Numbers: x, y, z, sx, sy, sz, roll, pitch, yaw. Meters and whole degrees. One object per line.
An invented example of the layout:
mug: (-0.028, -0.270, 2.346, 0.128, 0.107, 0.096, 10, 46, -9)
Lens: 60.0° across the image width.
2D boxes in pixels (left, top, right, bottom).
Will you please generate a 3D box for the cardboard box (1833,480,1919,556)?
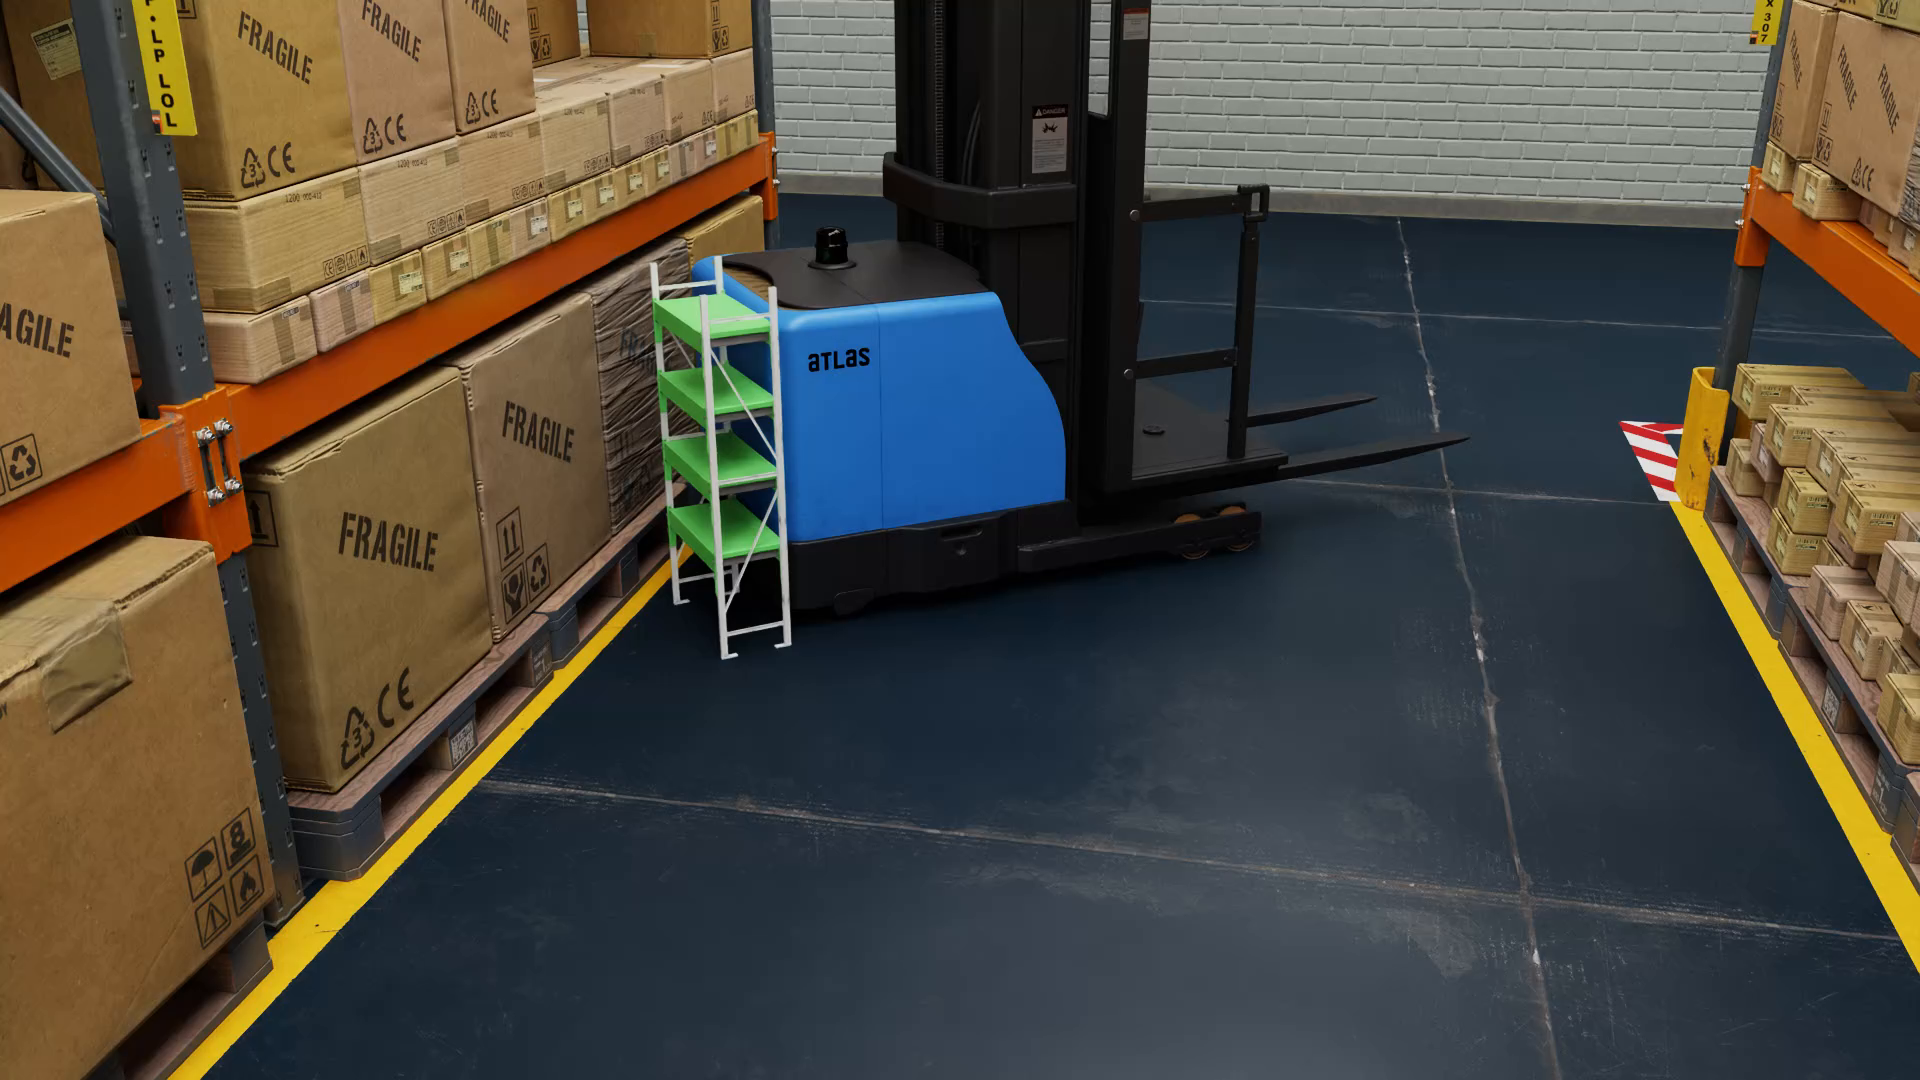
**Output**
cardboard box: (2.840, -0.056, 4.936, 0.380, 0.149, 0.250, 5, 22, 12)

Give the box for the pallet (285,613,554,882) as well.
pallet: (-1.891, 0.513, 4.798, 1.003, 0.211, 1.213, 4, 22, 11)

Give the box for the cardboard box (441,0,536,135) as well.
cardboard box: (-1.565, -1.451, 4.739, 0.500, 0.500, 0.500, 4, 22, 9)

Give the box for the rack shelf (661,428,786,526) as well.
rack shelf: (-0.778, -0.212, 5.446, 0.258, 0.148, 0.480, -11, 24, -25)

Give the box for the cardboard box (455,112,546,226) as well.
cardboard box: (-1.564, -1.100, 4.873, 0.500, 0.250, 0.500, 5, 22, 12)

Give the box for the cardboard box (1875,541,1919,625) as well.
cardboard box: (2.724, 0.126, 4.484, 0.380, 0.149, 0.250, 4, 22, 9)

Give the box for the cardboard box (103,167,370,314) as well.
cardboard box: (-1.770, -0.729, 3.951, 0.500, 0.250, 0.500, 4, 22, 10)

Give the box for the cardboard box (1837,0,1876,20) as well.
cardboard box: (3.080, -1.876, 5.125, 0.500, 0.500, 0.500, 5, 22, 12)

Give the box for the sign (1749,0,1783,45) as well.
sign: (2.997, -1.999, 6.144, 0.100, 0.325, 0.005, 4, 22, 11)

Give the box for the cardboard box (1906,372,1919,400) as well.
cardboard box: (3.669, -0.492, 6.017, 0.380, 0.149, 0.250, 5, 22, 12)

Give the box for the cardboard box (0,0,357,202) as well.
cardboard box: (-1.775, -1.081, 3.820, 0.500, 0.500, 0.500, 4, 22, 11)

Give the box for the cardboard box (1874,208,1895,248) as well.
cardboard box: (3.025, -0.953, 5.042, 0.380, 0.149, 0.250, 4, 22, 10)

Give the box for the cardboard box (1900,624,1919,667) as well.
cardboard box: (2.800, 0.282, 4.494, 0.380, 0.149, 0.250, 3, 22, 8)

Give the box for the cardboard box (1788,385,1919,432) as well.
cardboard box: (3.150, -0.429, 5.861, 0.380, 0.149, 0.250, 5, 22, 12)

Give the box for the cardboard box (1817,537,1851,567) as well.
cardboard box: (2.973, 0.117, 5.301, 0.380, 0.149, 0.250, 5, 22, 11)

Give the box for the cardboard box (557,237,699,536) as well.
cardboard box: (-1.544, -0.608, 6.129, 0.875, 0.875, 0.875, 4, 22, 11)

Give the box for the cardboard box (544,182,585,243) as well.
cardboard box: (-1.420, -1.045, 5.270, 0.380, 0.149, 0.250, 4, 22, 9)

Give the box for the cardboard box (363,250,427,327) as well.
cardboard box: (-1.630, -0.667, 4.332, 0.380, 0.149, 0.250, 5, 23, 13)

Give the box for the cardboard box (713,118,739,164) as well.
cardboard box: (-1.108, -1.604, 6.659, 0.380, 0.149, 0.250, 5, 22, 11)

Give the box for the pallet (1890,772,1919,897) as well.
pallet: (2.815, 0.952, 3.708, 1.003, 0.211, 1.213, 4, 22, 11)

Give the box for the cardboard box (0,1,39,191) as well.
cardboard box: (-2.291, -1.113, 3.902, 0.500, 0.500, 0.500, 5, 22, 12)

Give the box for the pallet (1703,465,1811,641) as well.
pallet: (3.313, 0.059, 5.924, 1.003, 0.211, 1.213, 4, 22, 11)

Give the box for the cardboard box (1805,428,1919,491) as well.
cardboard box: (3.004, -0.250, 5.416, 0.380, 0.149, 0.250, 3, 22, 8)

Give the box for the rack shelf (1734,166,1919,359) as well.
rack shelf: (3.120, -0.491, 4.521, 1.077, 0.370, 4.000, 4, 22, 11)

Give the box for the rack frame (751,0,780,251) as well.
rack frame: (-1.307, -1.972, 7.234, 1.000, 3.000, 0.127, 4, 22, 11)

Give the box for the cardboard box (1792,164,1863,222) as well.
cardboard box: (3.023, -1.156, 5.545, 0.380, 0.149, 0.250, 4, 22, 9)

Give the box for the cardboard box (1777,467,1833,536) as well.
cardboard box: (2.937, -0.117, 5.485, 0.380, 0.149, 0.250, 5, 23, 13)

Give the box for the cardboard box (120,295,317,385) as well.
cardboard box: (-1.737, -0.475, 3.854, 0.380, 0.149, 0.250, 5, 22, 11)

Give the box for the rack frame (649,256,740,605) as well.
rack frame: (-0.890, -0.353, 5.623, 0.240, 1.200, 0.015, -11, 24, -25)

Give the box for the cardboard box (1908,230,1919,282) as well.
cardboard box: (2.873, -0.772, 4.592, 0.380, 0.149, 0.250, 5, 23, 13)

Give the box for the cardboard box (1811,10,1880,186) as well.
cardboard box: (3.082, -1.400, 5.283, 0.500, 0.500, 0.500, 5, 22, 11)

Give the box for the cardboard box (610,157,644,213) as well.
cardboard box: (-1.316, -1.231, 5.732, 0.380, 0.149, 0.250, 5, 22, 11)

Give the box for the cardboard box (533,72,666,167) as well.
cardboard box: (-1.353, -1.471, 5.793, 0.500, 0.250, 0.500, 4, 22, 9)

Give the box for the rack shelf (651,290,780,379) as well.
rack shelf: (-0.778, -0.658, 5.266, 0.258, 0.148, 0.480, -11, 24, -25)

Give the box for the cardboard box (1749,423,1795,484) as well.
cardboard box: (3.059, -0.299, 5.936, 0.380, 0.149, 0.250, 4, 22, 11)

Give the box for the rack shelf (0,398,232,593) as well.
rack shelf: (-2.531, 0.557, 1.920, 1.077, 0.370, 4.000, 4, 22, 11)

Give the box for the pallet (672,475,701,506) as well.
pallet: (-1.393, -0.380, 7.014, 1.003, 0.211, 1.213, 4, 22, 11)

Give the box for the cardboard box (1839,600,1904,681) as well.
cardboard box: (2.806, 0.305, 4.835, 0.380, 0.149, 0.250, 4, 22, 11)

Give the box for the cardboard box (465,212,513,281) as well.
cardboard box: (-1.526, -0.857, 4.803, 0.380, 0.149, 0.250, 4, 22, 10)

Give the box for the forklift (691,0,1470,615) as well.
forklift: (0.574, -1.456, 6.046, 3.031, 2.935, 1.130, -10, 24, -22)

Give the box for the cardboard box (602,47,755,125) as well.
cardboard box: (-1.146, -1.842, 6.716, 0.500, 0.250, 0.500, 4, 22, 10)

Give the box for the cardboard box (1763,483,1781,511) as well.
cardboard box: (3.135, -0.160, 5.989, 0.380, 0.149, 0.250, 4, 22, 11)

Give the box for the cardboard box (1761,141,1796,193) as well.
cardboard box: (3.141, -1.346, 6.018, 0.380, 0.149, 0.250, 4, 22, 10)

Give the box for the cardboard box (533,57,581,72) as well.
cardboard box: (-1.768, -1.694, 6.348, 0.500, 0.250, 0.500, 4, 22, 10)

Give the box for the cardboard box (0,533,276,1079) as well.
cardboard box: (-2.234, 0.518, 3.335, 1.225, 0.875, 0.875, 5, 22, 11)

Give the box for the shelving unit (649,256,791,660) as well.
shelving unit: (-0.778, -0.272, 5.422, 0.258, 1.200, 0.503, -11, 24, -25)

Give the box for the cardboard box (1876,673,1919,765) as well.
cardboard box: (2.670, 0.486, 4.385, 0.380, 0.149, 0.250, 4, 22, 11)

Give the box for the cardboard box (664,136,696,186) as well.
cardboard box: (-1.213, -1.421, 6.203, 0.380, 0.149, 0.250, 5, 22, 12)

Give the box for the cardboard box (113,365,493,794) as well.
cardboard box: (-1.910, 0.047, 4.504, 0.875, 0.875, 0.875, 4, 22, 11)

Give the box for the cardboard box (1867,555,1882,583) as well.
cardboard box: (2.961, 0.090, 4.972, 0.380, 0.149, 0.250, 6, 23, 14)

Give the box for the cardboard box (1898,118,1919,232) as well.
cardboard box: (2.872, -1.035, 4.376, 0.500, 0.500, 0.500, 4, 22, 10)
